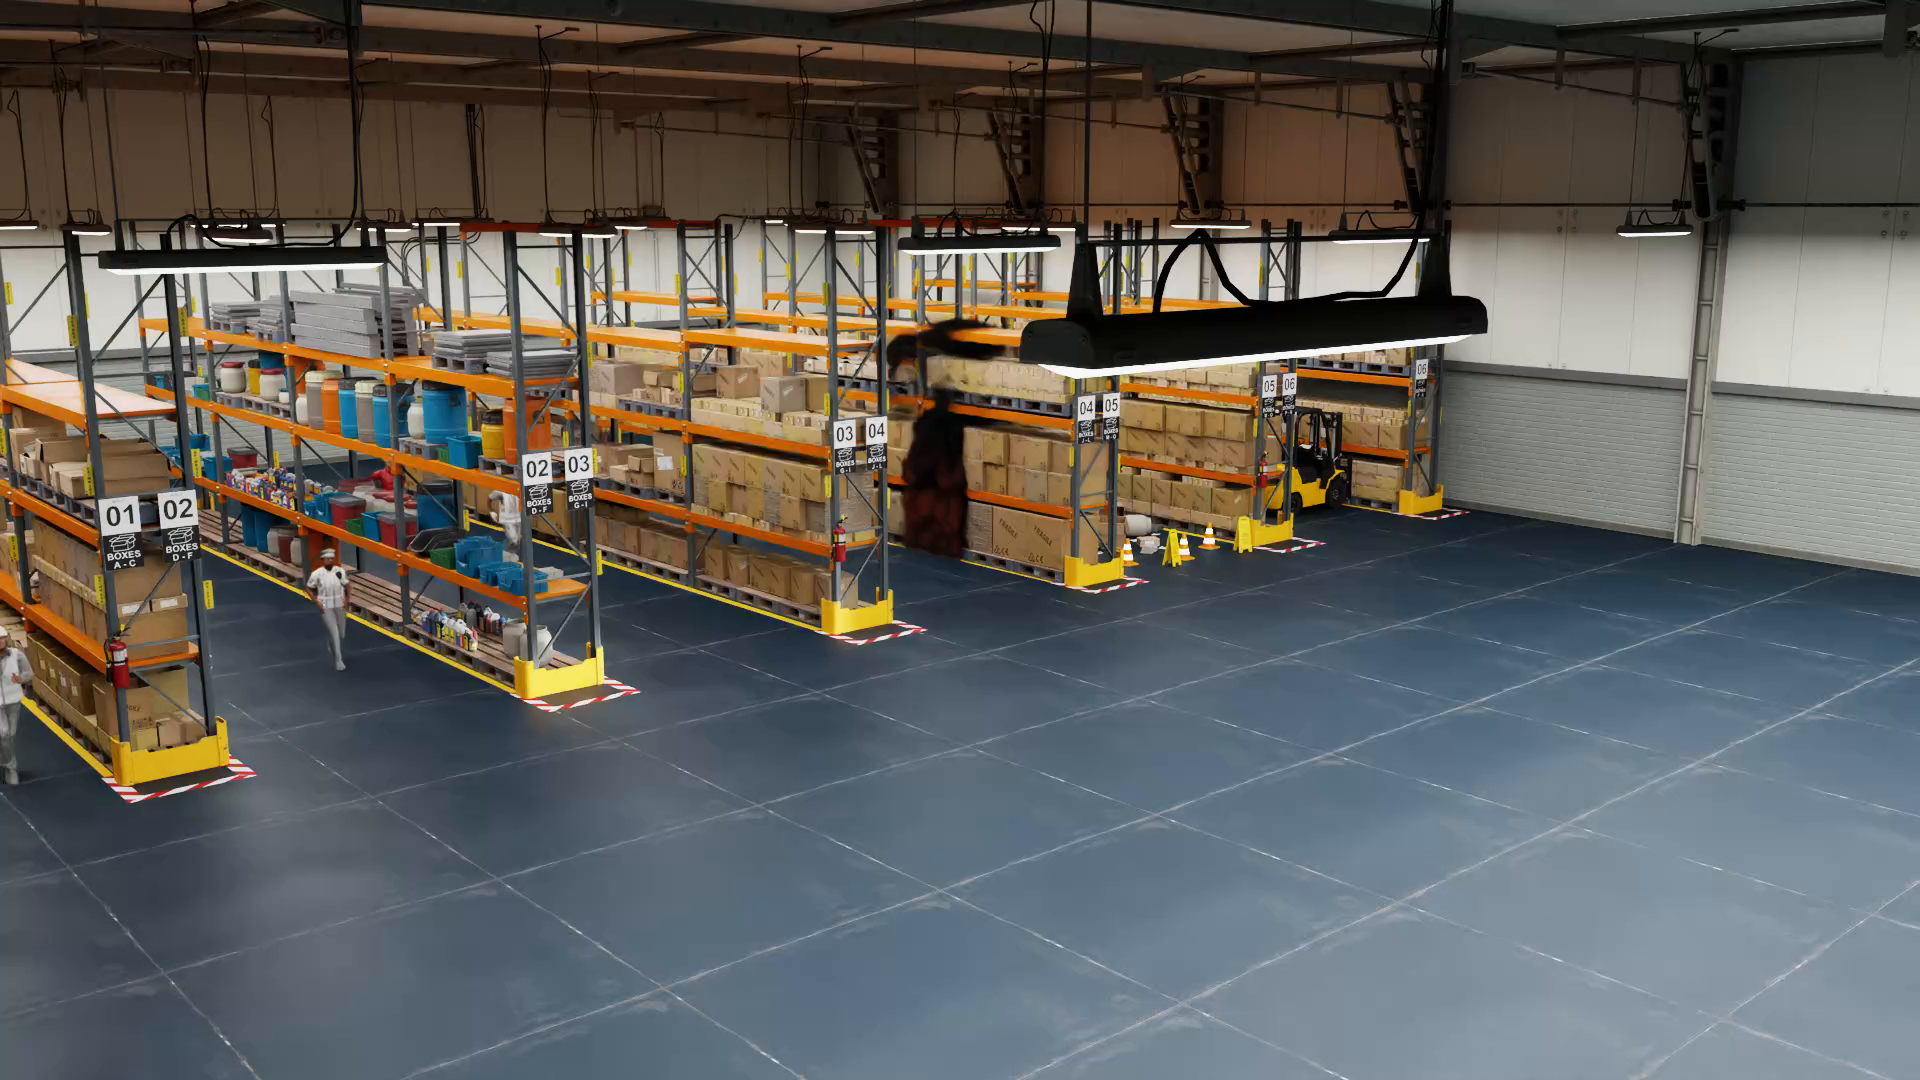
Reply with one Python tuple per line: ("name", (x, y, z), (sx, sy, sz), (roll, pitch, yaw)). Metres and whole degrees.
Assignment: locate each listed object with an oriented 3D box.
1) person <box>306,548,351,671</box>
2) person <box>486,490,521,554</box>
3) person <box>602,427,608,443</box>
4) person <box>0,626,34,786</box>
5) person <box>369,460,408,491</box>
("person", (-8.750, 0.924, 23.105), (0.590, 1.683, 0.743), (-9, 15, -38))
("person", (-7.792, -0.305, 28.902), (0.766, 1.744, 0.662), (10, 15, 42))
("person", (-8.795, -2.664, 40.943), (0.629, 1.684, 0.602), (-6, 13, -27))
("person", (-10.672, 1.806, 18.497), (0.679, 1.810, 0.847), (-10, 15, -41))
("person", (-10.556, -0.666, 30.876), (0.817, 1.802, 0.642), (8, 14, 33))
